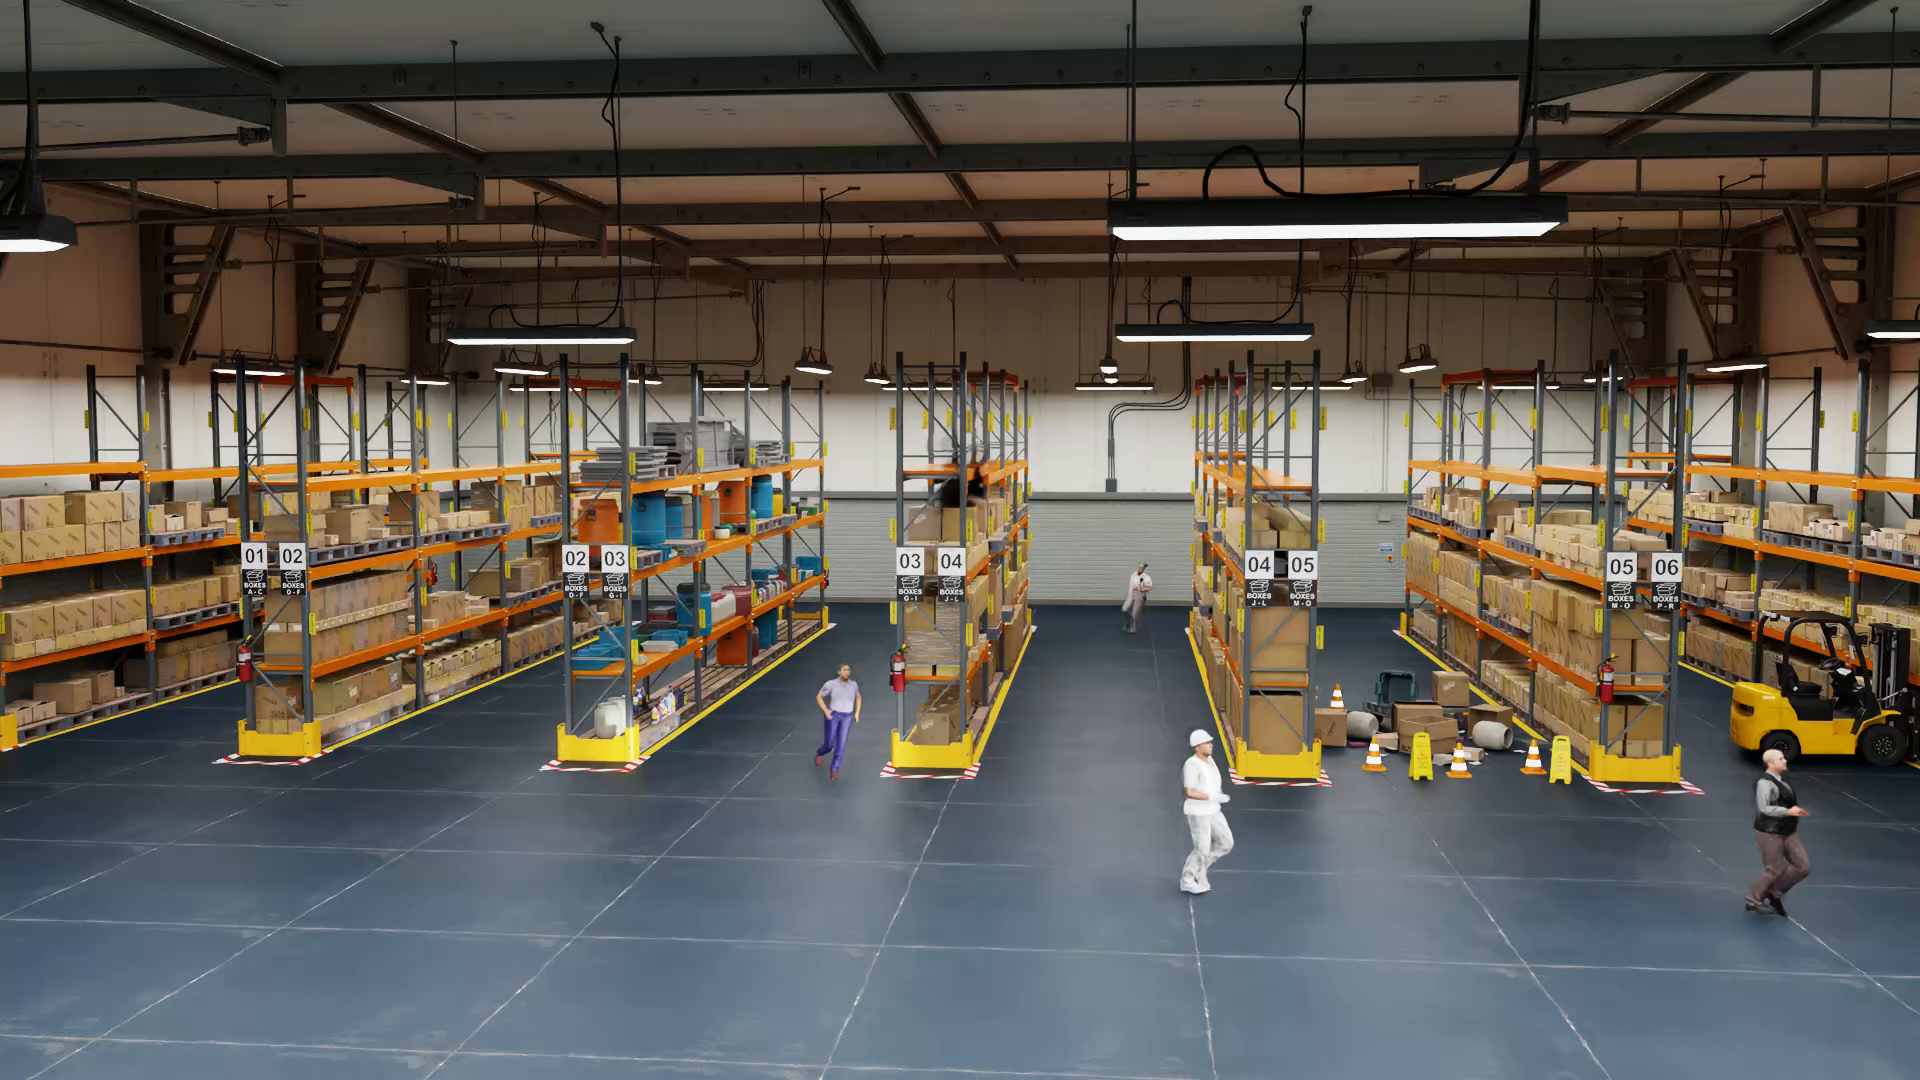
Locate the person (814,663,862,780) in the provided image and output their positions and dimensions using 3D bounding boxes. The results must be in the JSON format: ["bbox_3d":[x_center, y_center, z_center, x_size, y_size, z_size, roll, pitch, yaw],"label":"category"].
[{"bbox_3d":[-1.680,2.636,23.529,0.664,1.404,0.699,-1,4,-18],"label":"person"}]

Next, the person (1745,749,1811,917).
[{"bbox_3d":[8.259,2.965,16.718,0.642,1.717,0.647,-3,5,-40],"label":"person"}]

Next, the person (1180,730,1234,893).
[{"bbox_3d":[2.626,2.870,17.533,0.629,1.743,0.656,3,5,34],"label":"person"}]

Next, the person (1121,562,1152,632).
[{"bbox_3d":[4.182,1.351,39.316,0.766,1.702,0.631,3,5,36],"label":"person"}]
